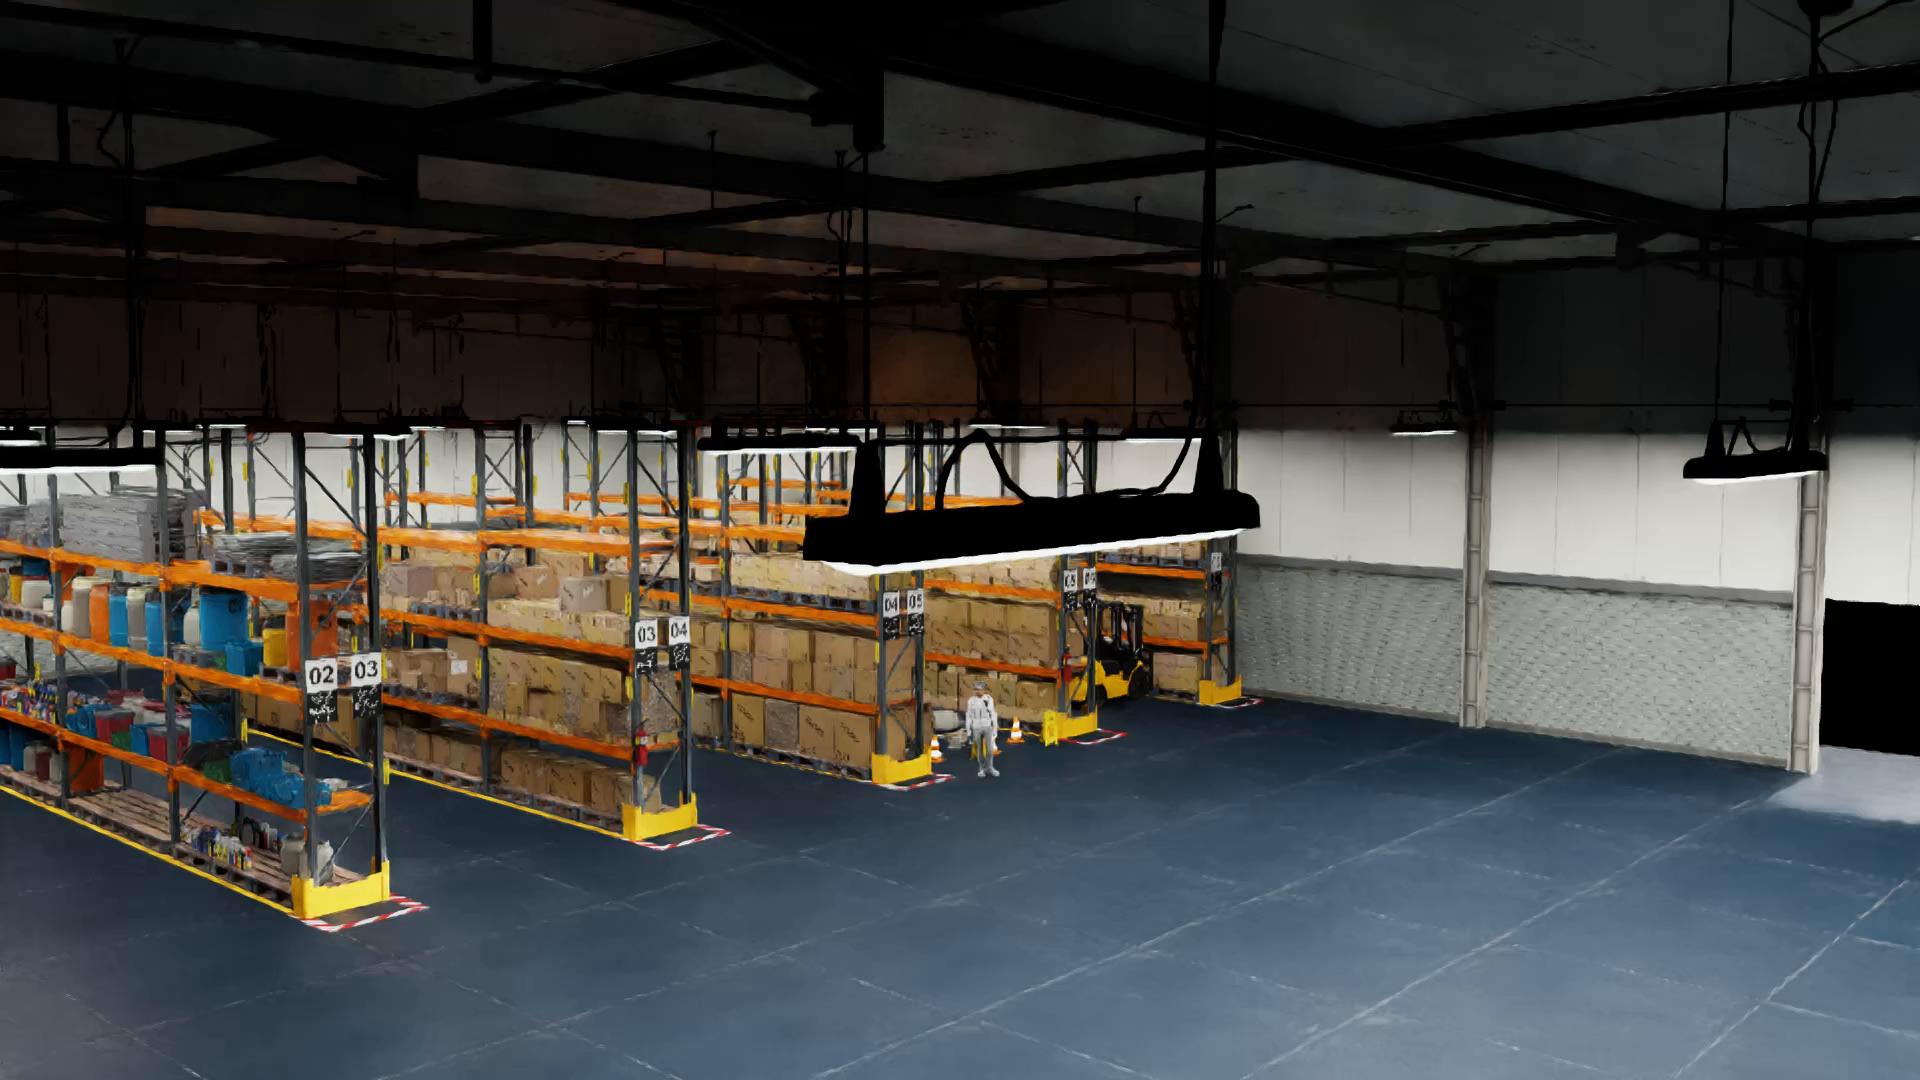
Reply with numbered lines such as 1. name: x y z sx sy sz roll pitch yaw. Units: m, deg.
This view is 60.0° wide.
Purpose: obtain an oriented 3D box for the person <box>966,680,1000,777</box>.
1. person: 0.384 3.192 28.186 0.577 1.657 0.408 1 5 7
